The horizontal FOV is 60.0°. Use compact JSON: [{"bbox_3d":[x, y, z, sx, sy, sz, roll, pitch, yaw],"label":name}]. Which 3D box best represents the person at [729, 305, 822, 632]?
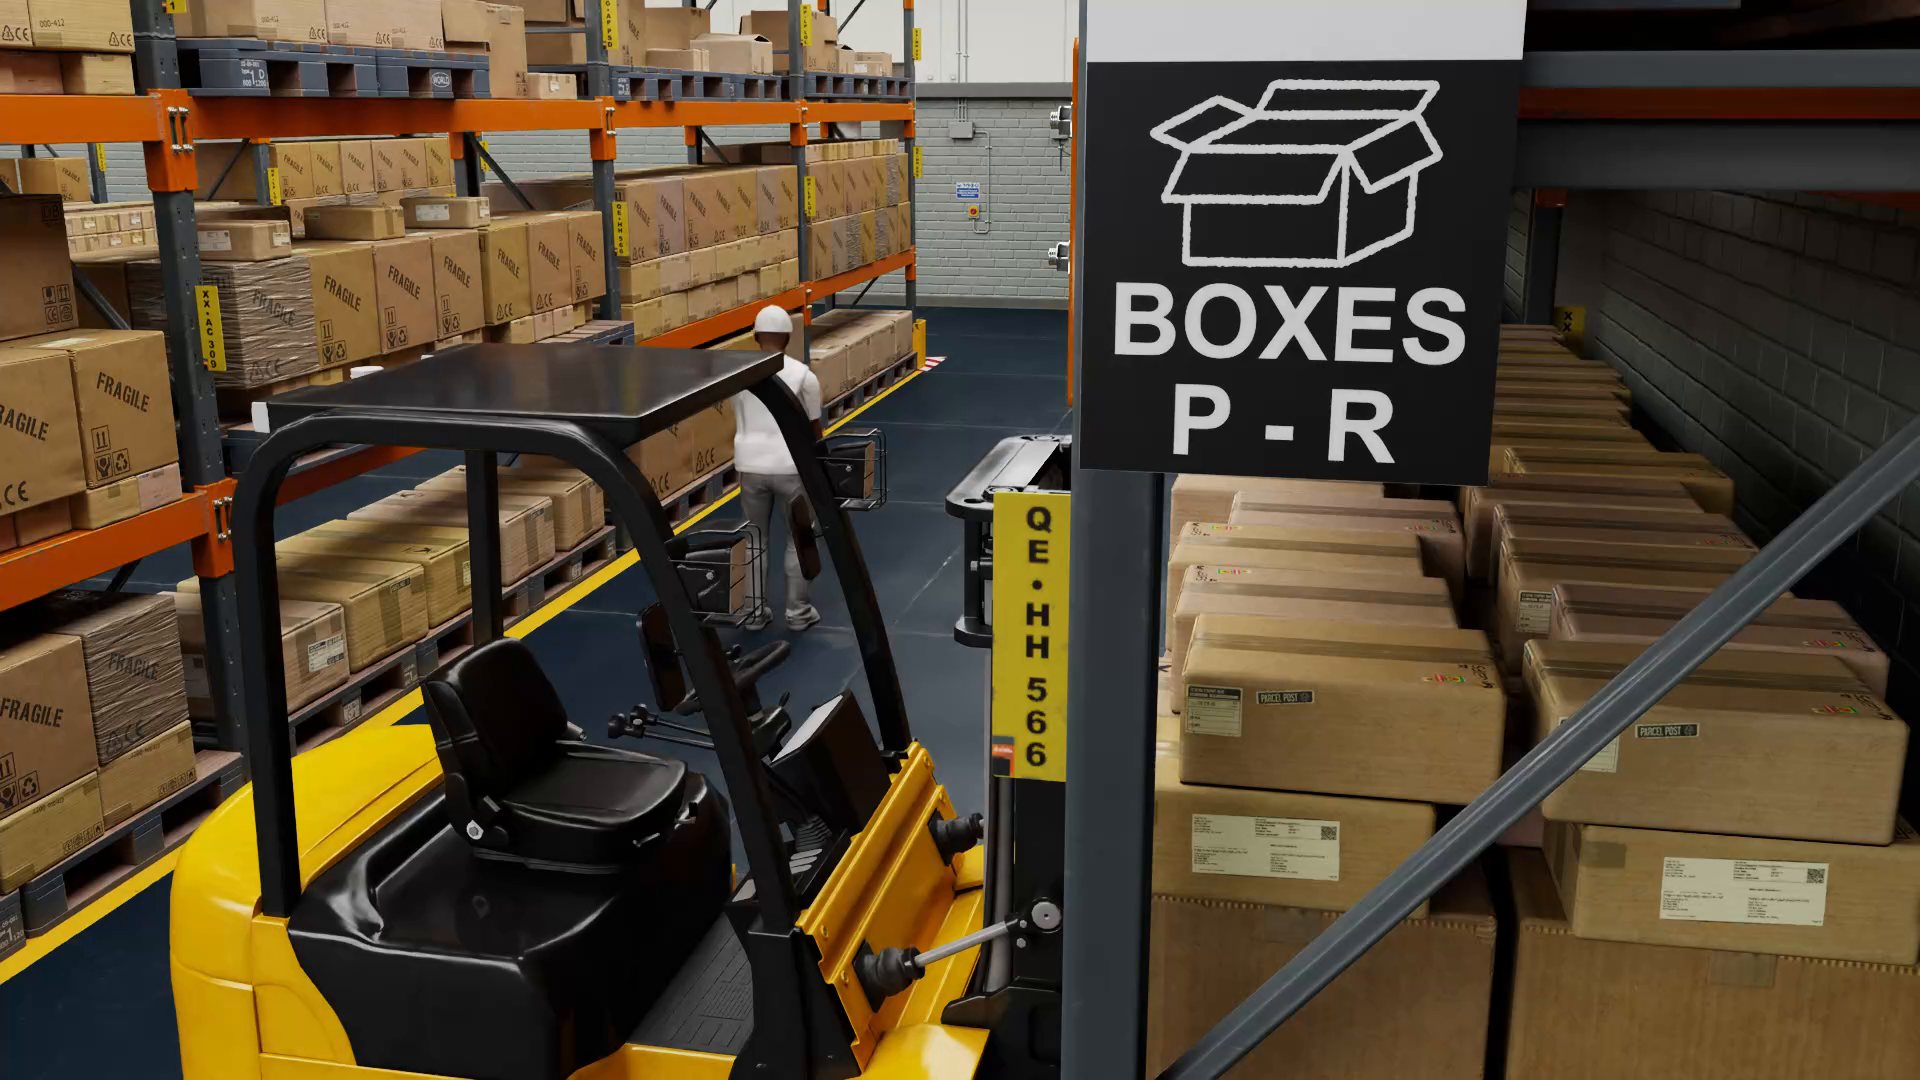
[{"bbox_3d":[-0.985,-0.396,9.012,0.503,1.752,0.586,3,15,10],"label":"person"}]
